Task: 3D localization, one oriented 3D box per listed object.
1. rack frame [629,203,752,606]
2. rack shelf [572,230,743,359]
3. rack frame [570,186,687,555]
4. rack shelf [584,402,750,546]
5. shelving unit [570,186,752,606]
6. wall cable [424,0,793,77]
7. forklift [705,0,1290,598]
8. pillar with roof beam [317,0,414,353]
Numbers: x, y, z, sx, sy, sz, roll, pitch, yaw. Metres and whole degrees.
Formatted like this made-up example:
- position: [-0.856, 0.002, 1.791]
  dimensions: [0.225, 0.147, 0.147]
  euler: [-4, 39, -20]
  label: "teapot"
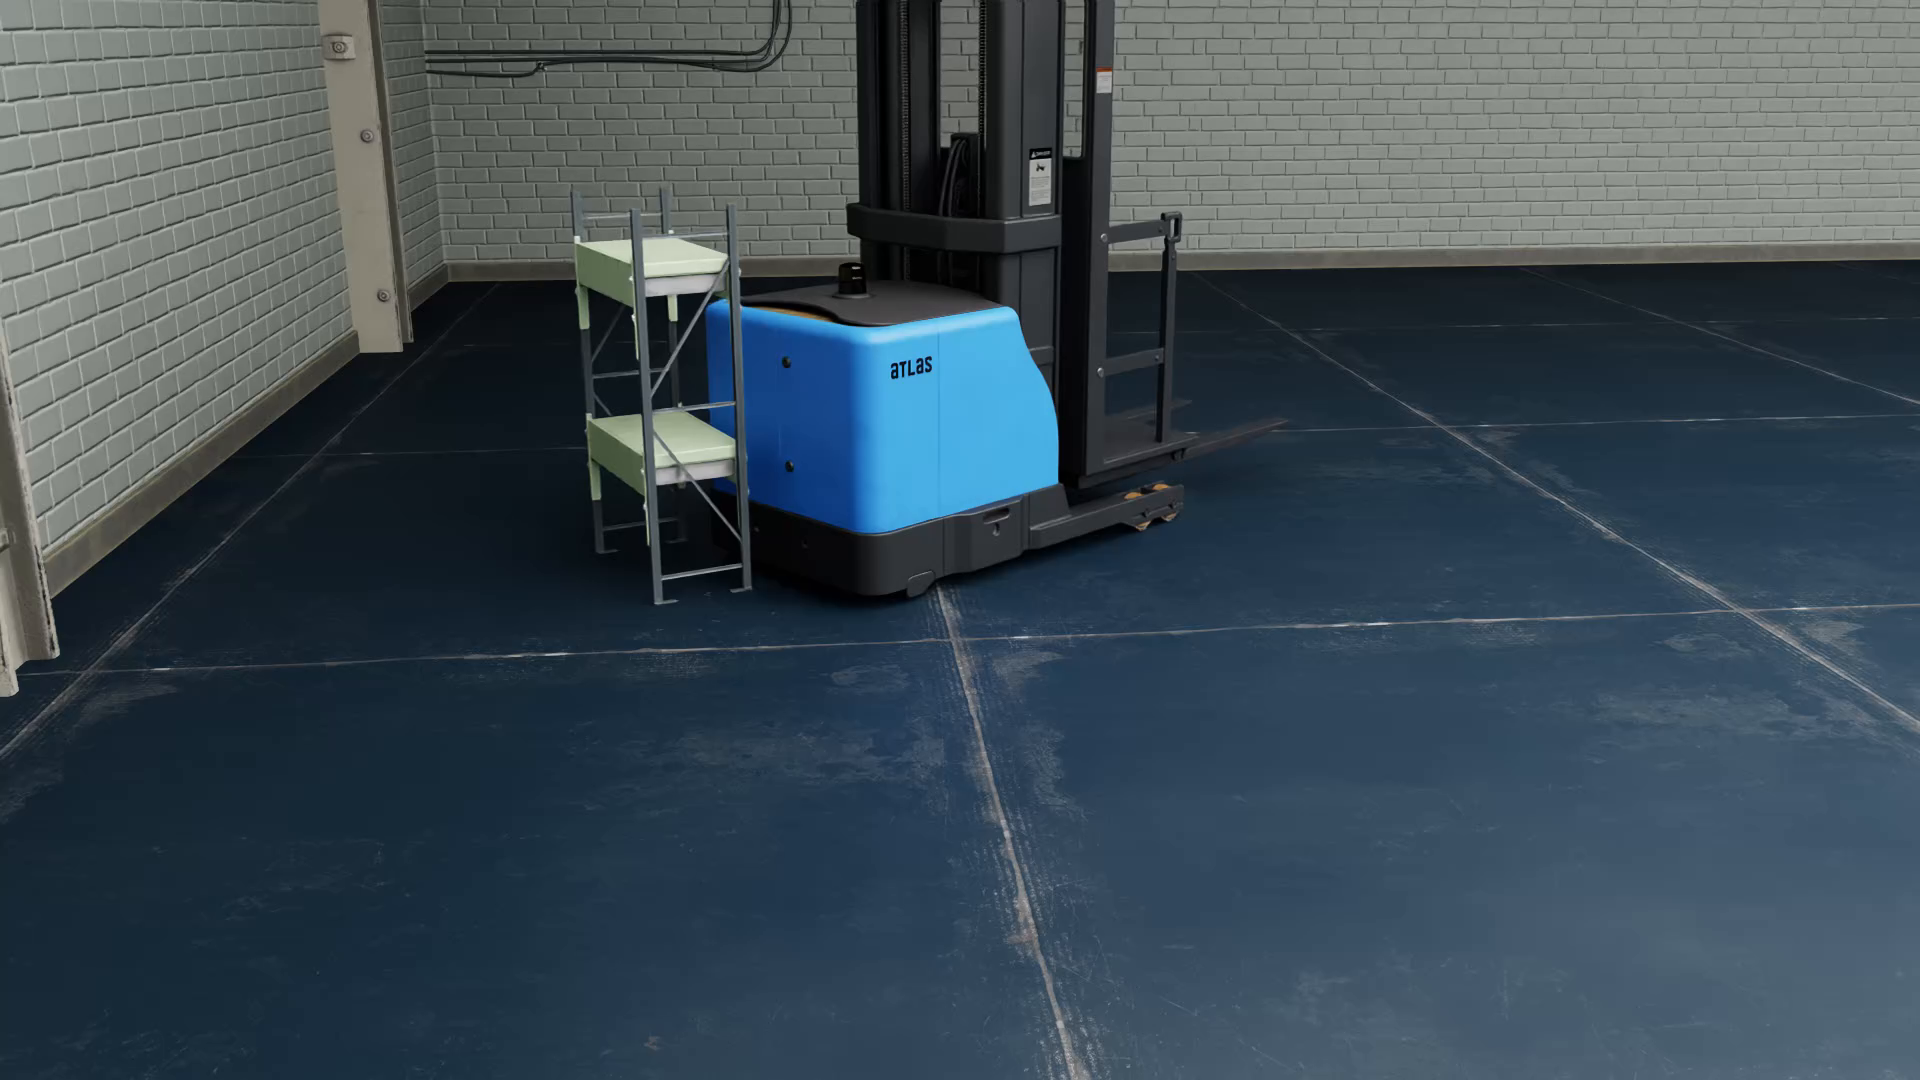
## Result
- position: [-1.000, -0.494, 6.245]
  dimensions: [0.400, 1.500, 0.023]
  euler: [-9, 20, -28]
  label: "rack frame"
- position: [-1.178, -0.962, 6.434]
  dimensions: [0.431, 0.370, 0.720]
  euler: [-9, 20, -28]
  label: "rack shelf"
- position: [-1.355, -0.685, 6.856]
  dimensions: [0.400, 1.500, 0.023]
  euler: [-9, 20, -28]
  label: "rack frame"
- position: [-1.178, -0.278, 6.649]
  dimensions: [0.431, 0.370, 0.720]
  euler: [-9, 20, -28]
  label: "rack shelf"
- position: [-1.178, -0.589, 6.551]
  dimensions: [0.431, 1.500, 0.755]
  euler: [-9, 20, -28]
  label: "shelving unit"
- position: [-2.931, -5.054, 13.435]
  dimensions: [3.097, 2.526, 0.112]
  euler: [-2, 18, -6]
  label: "wall cable"
- position: [0.361, -1.539, 7.184]
  dimensions: [1.130, 2.935, 3.031]
  euler: [16, 24, 42]
  label: "forklift"
- position: [0.340, -5.750, 10.467]
  dimensions: [9.100, 9.000, 0.400]
  euler: [-2, 18, -6]
  label: "pillar with roof beam"
